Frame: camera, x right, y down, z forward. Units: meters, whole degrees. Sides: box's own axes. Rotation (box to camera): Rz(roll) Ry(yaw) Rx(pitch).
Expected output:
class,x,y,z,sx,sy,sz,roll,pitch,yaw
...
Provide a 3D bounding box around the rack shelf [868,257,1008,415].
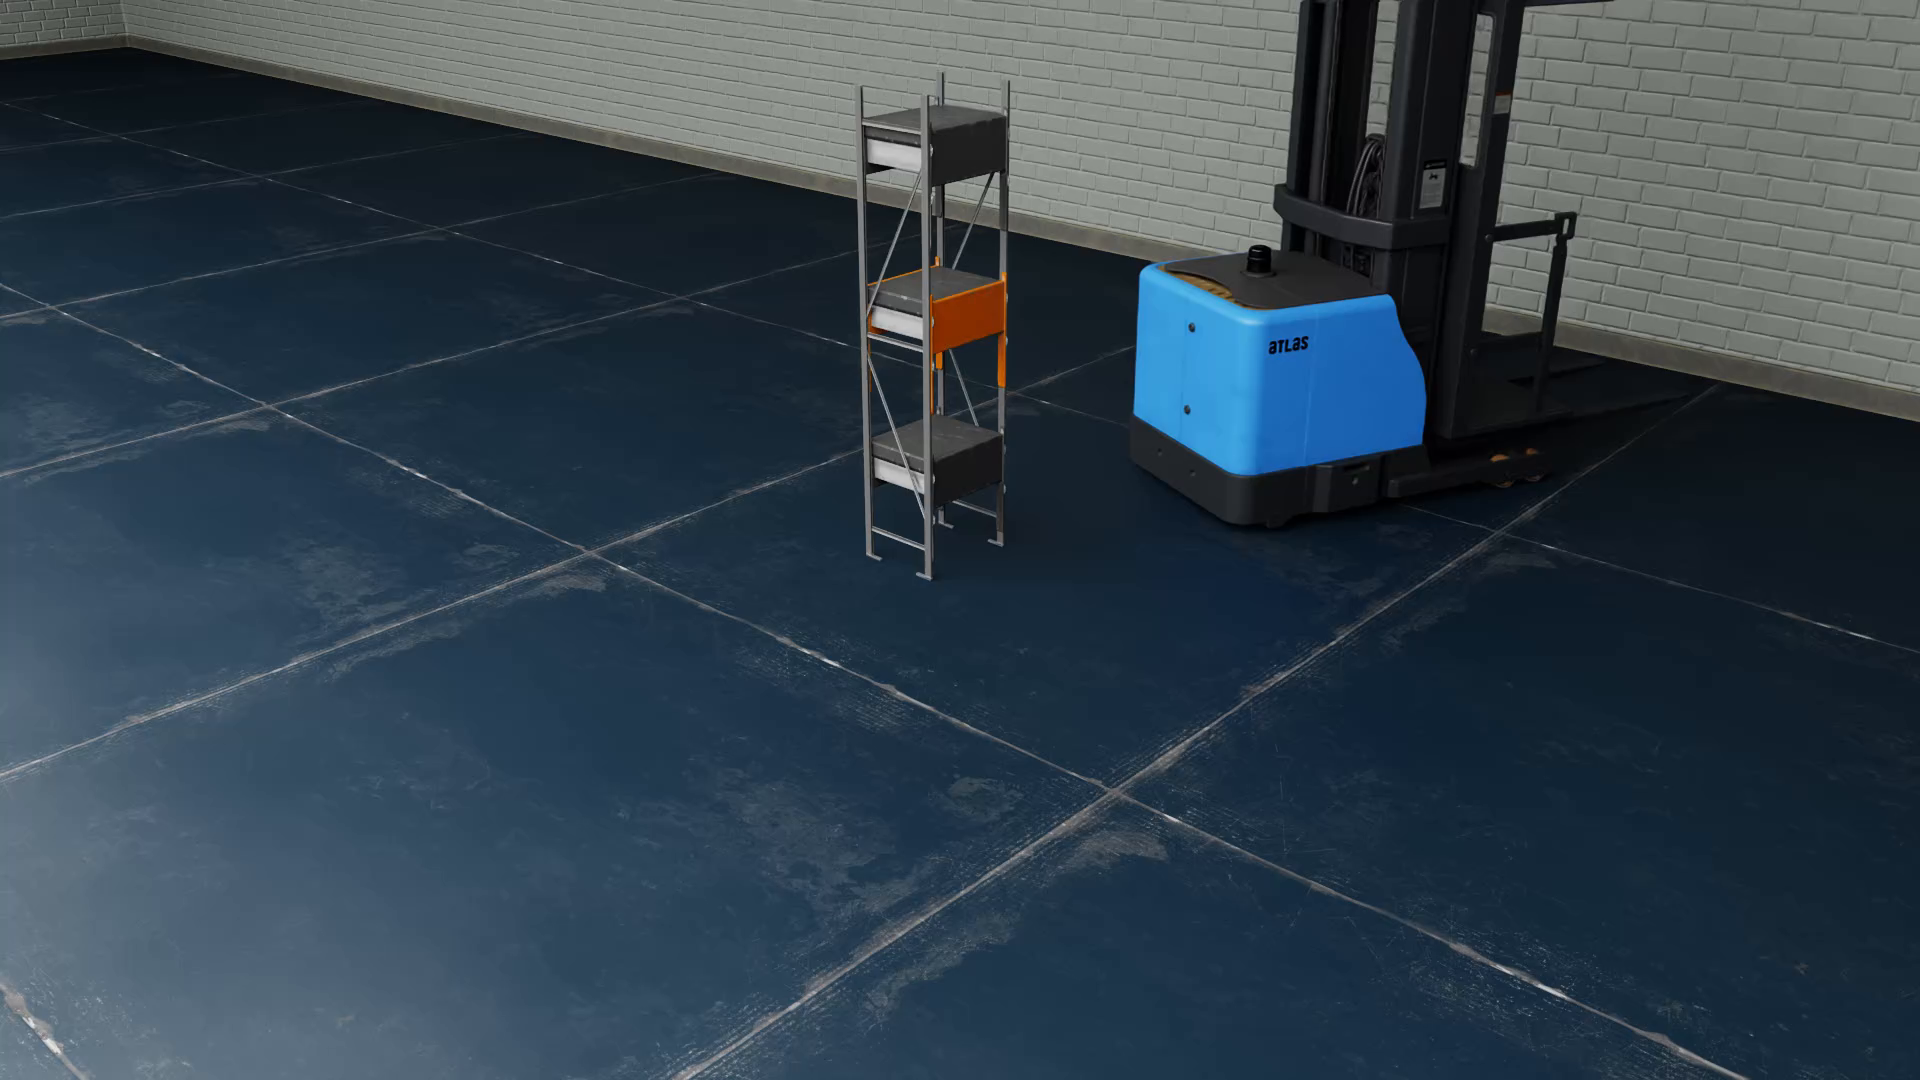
class,x,y,z,sx,sy,sz,roll,pitch,yaw
rack shelf,-0.110,-0.895,7.214,0.431,0.518,0.480,20,31,38

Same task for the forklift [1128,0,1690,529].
class,x,y,z,sx,sy,sz,roll,pitch,yaw
forklift,2.423,-1.782,8.142,3.031,2.935,1.130,-11,26,-23

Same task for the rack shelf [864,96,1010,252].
class,x,y,z,sx,sy,sz,roll,pitch,yaw
rack shelf,-0.110,-1.534,6.927,0.431,0.518,0.480,20,31,38

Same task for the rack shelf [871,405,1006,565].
class,x,y,z,sx,sy,sz,roll,pitch,yaw
rack shelf,-0.110,-0.256,7.500,0.431,0.518,0.480,20,31,38

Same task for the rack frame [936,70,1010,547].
class,x,y,z,sx,sy,sz,roll,pitch,yaw
rack frame,0.052,-0.982,7.374,0.400,2.100,0.015,20,31,38

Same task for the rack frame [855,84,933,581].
class,x,y,z,sx,sy,sz,roll,pitch,yaw
rack frame,-0.273,-0.833,7.042,0.400,2.100,0.015,20,31,38

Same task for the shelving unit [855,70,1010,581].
class,x,y,z,sx,sy,sz,roll,pitch,yaw
shelving unit,-0.110,-0.908,7.208,0.431,2.100,0.503,20,31,38
